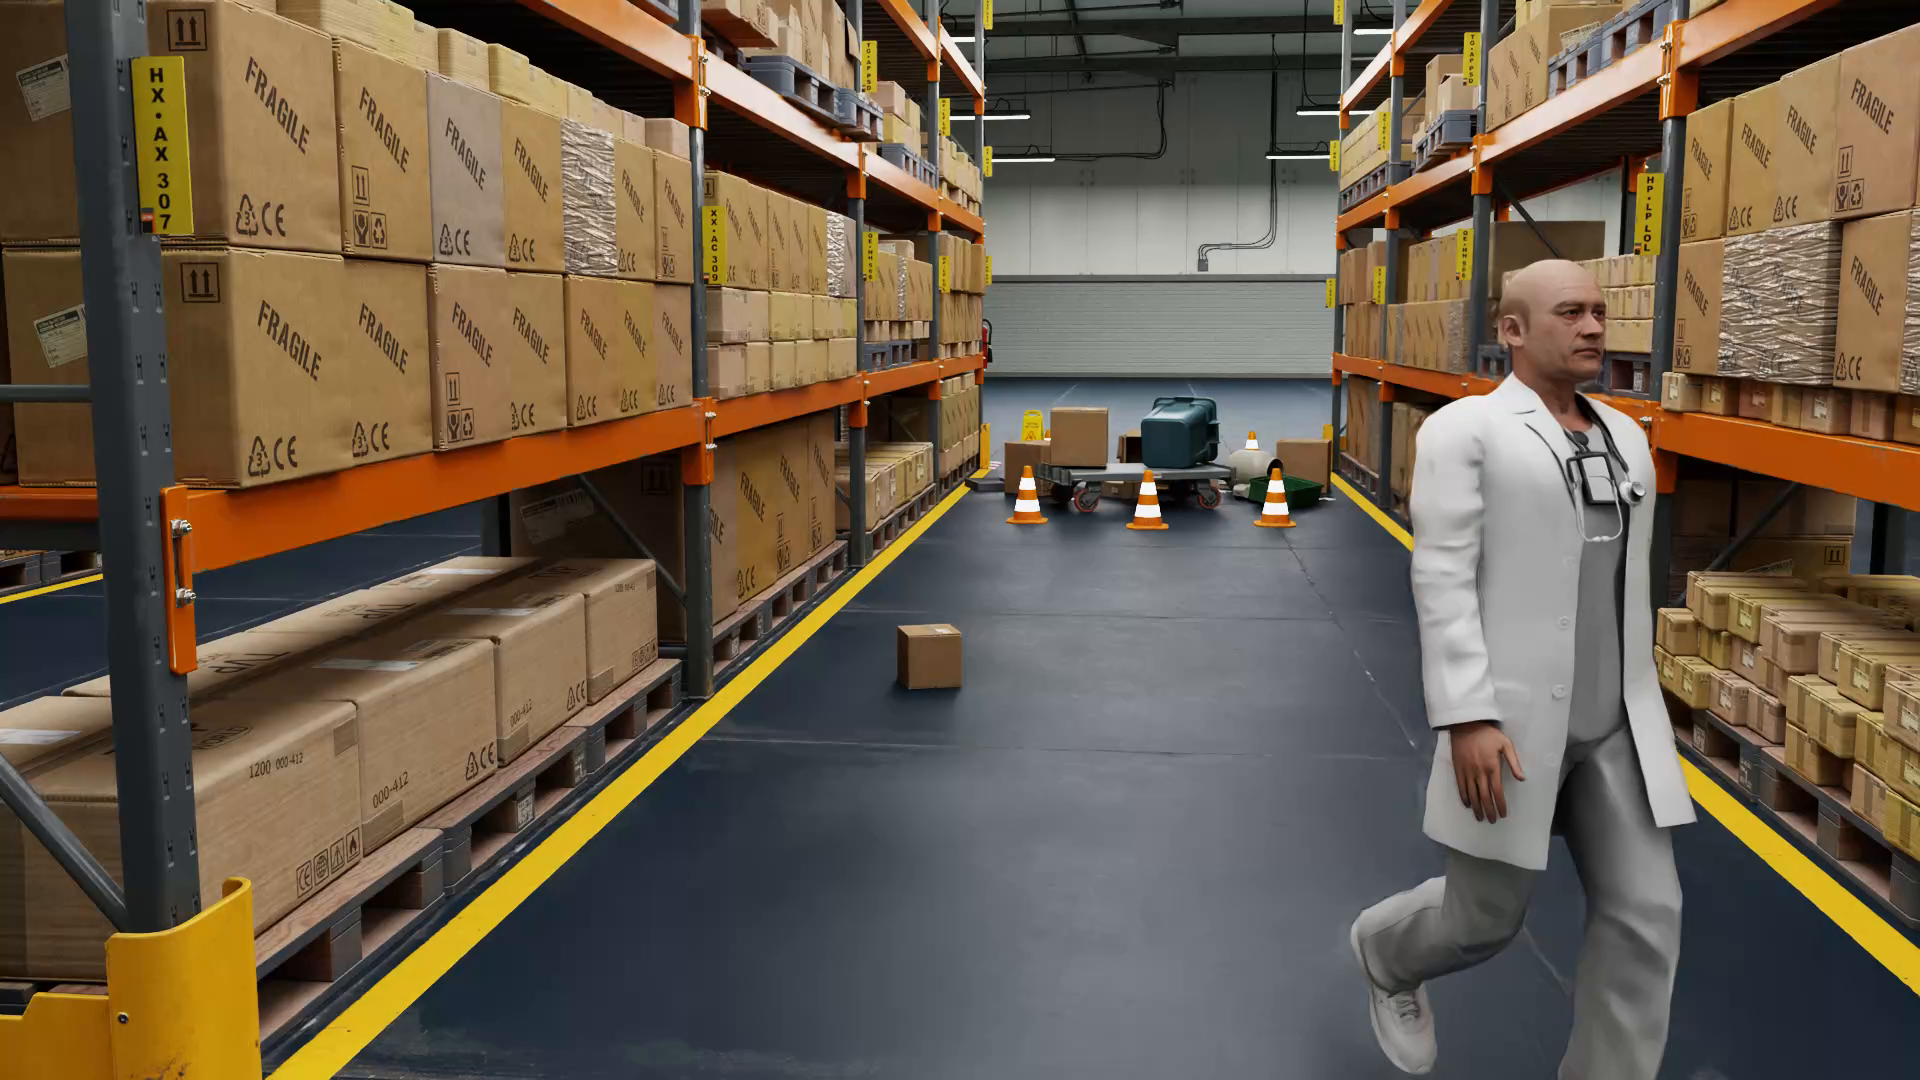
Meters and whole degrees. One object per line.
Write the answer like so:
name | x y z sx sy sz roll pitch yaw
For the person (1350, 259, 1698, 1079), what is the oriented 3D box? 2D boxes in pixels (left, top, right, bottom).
person | 1.107 0.334 3.252 0.560 1.745 0.949 -2 8 -17
